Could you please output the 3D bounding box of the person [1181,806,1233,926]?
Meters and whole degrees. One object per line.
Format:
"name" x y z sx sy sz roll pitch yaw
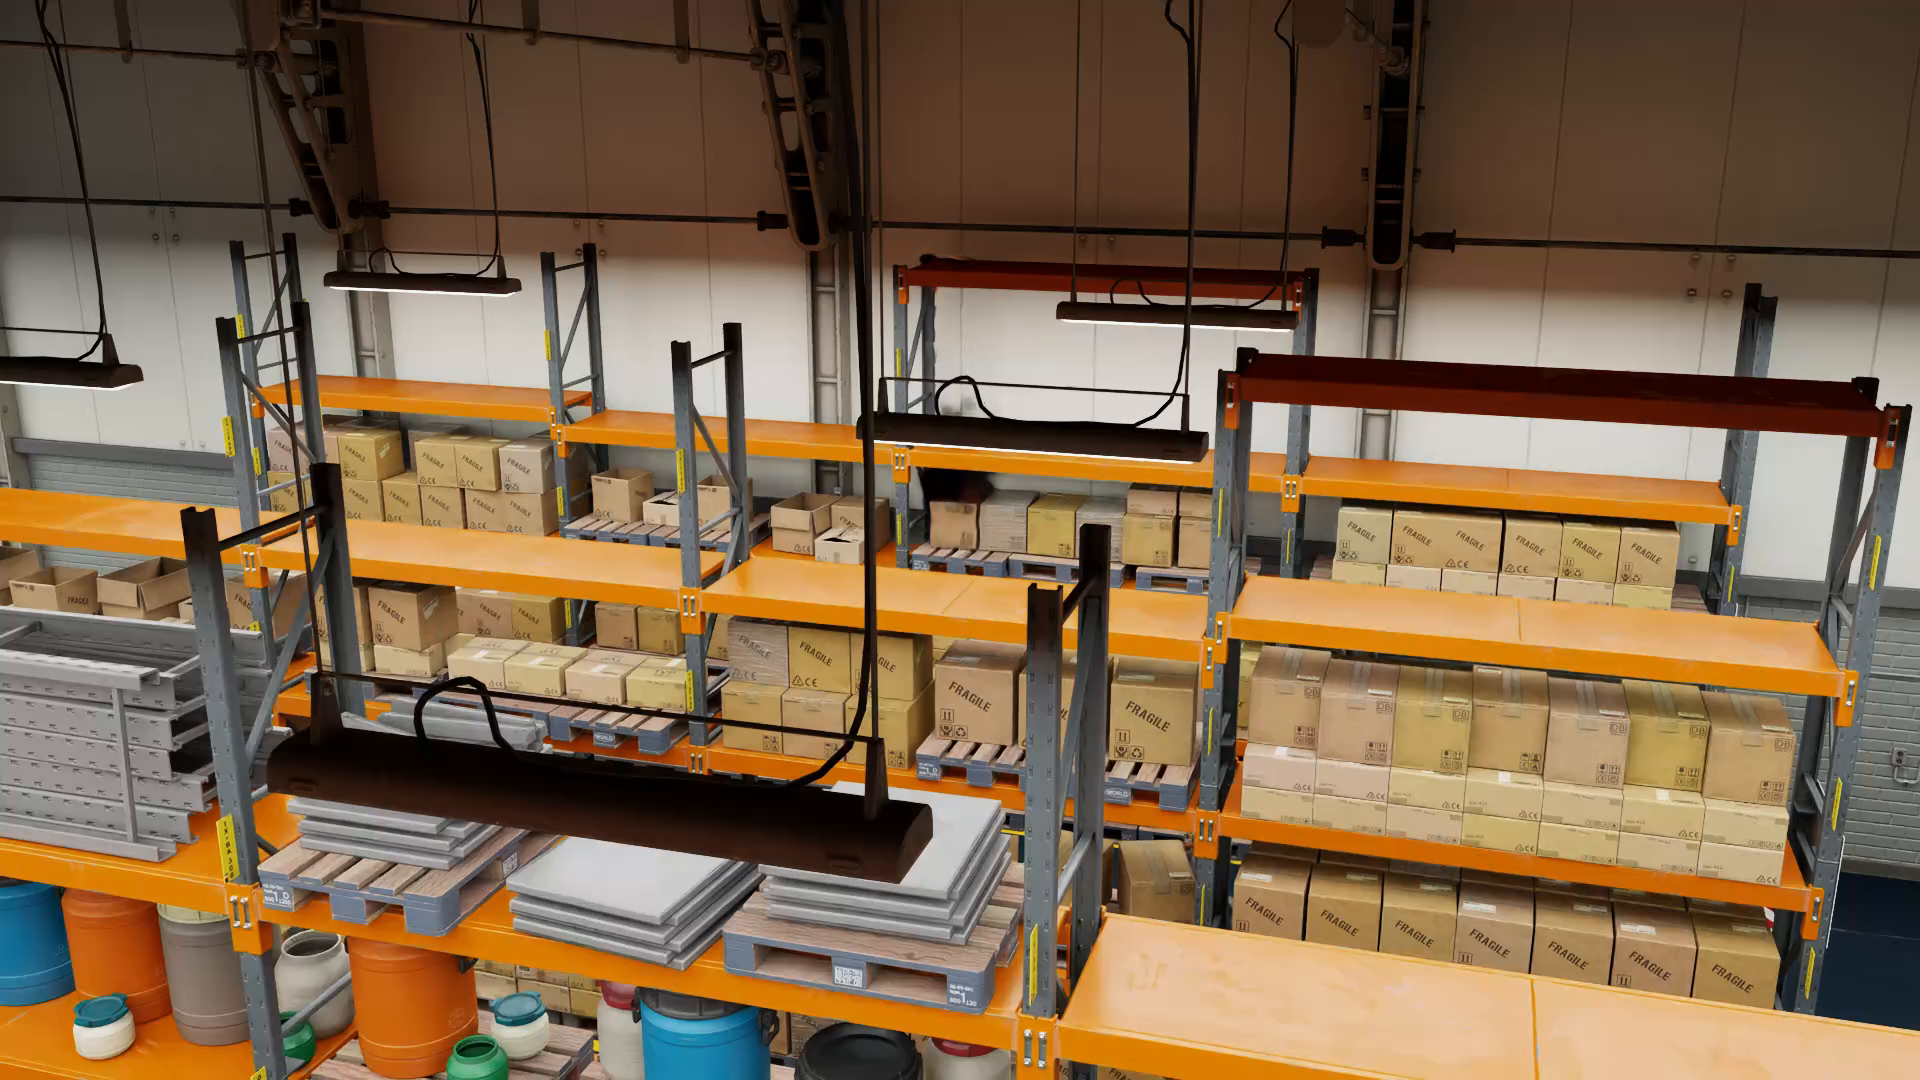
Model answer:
"person" 2.312 2.838 15.572 0.836 1.566 0.590 5 17 17
